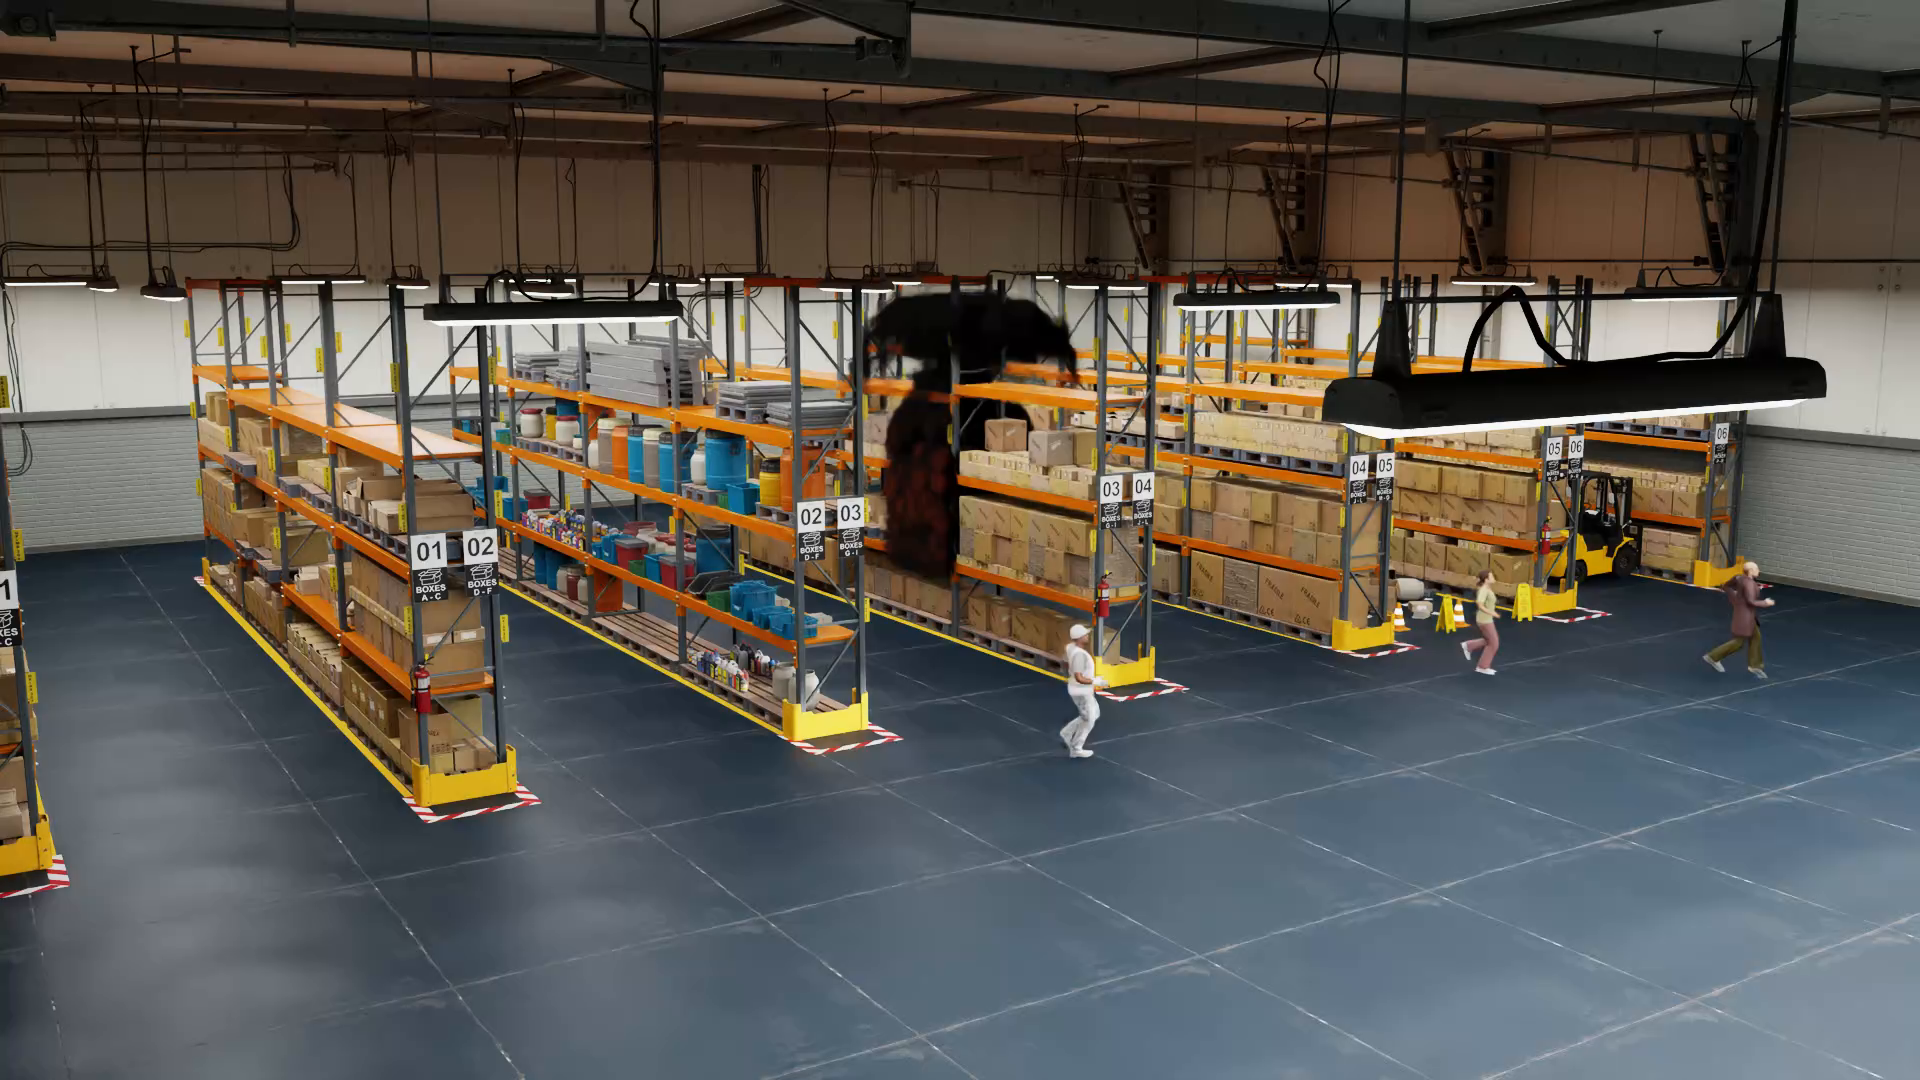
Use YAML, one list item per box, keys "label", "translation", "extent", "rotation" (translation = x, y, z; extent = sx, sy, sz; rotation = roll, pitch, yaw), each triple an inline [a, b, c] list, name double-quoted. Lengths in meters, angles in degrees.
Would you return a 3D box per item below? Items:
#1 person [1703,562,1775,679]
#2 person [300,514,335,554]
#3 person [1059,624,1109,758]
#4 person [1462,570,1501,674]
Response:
- label: "person"
  translation: [11.946, 1.242, 25.400]
  extent: [0.923, 1.853, 0.738]
  rotation: [3, 10, 16]
- label: "person"
  translation: [-13.156, -0.205, 34.121]
  extent: [0.858, 1.733, 0.701]
  rotation: [7, 12, 37]
- label: "person"
  translation: [1.582, 1.929, 21.297]
  extent: [0.605, 1.735, 0.674]
  rotation: [0, 10, -2]
- label: "person"
  translation: [8.092, 1.259, 25.700]
  extent: [0.519, 1.633, 0.620]
  rotation: [3, 10, 16]
